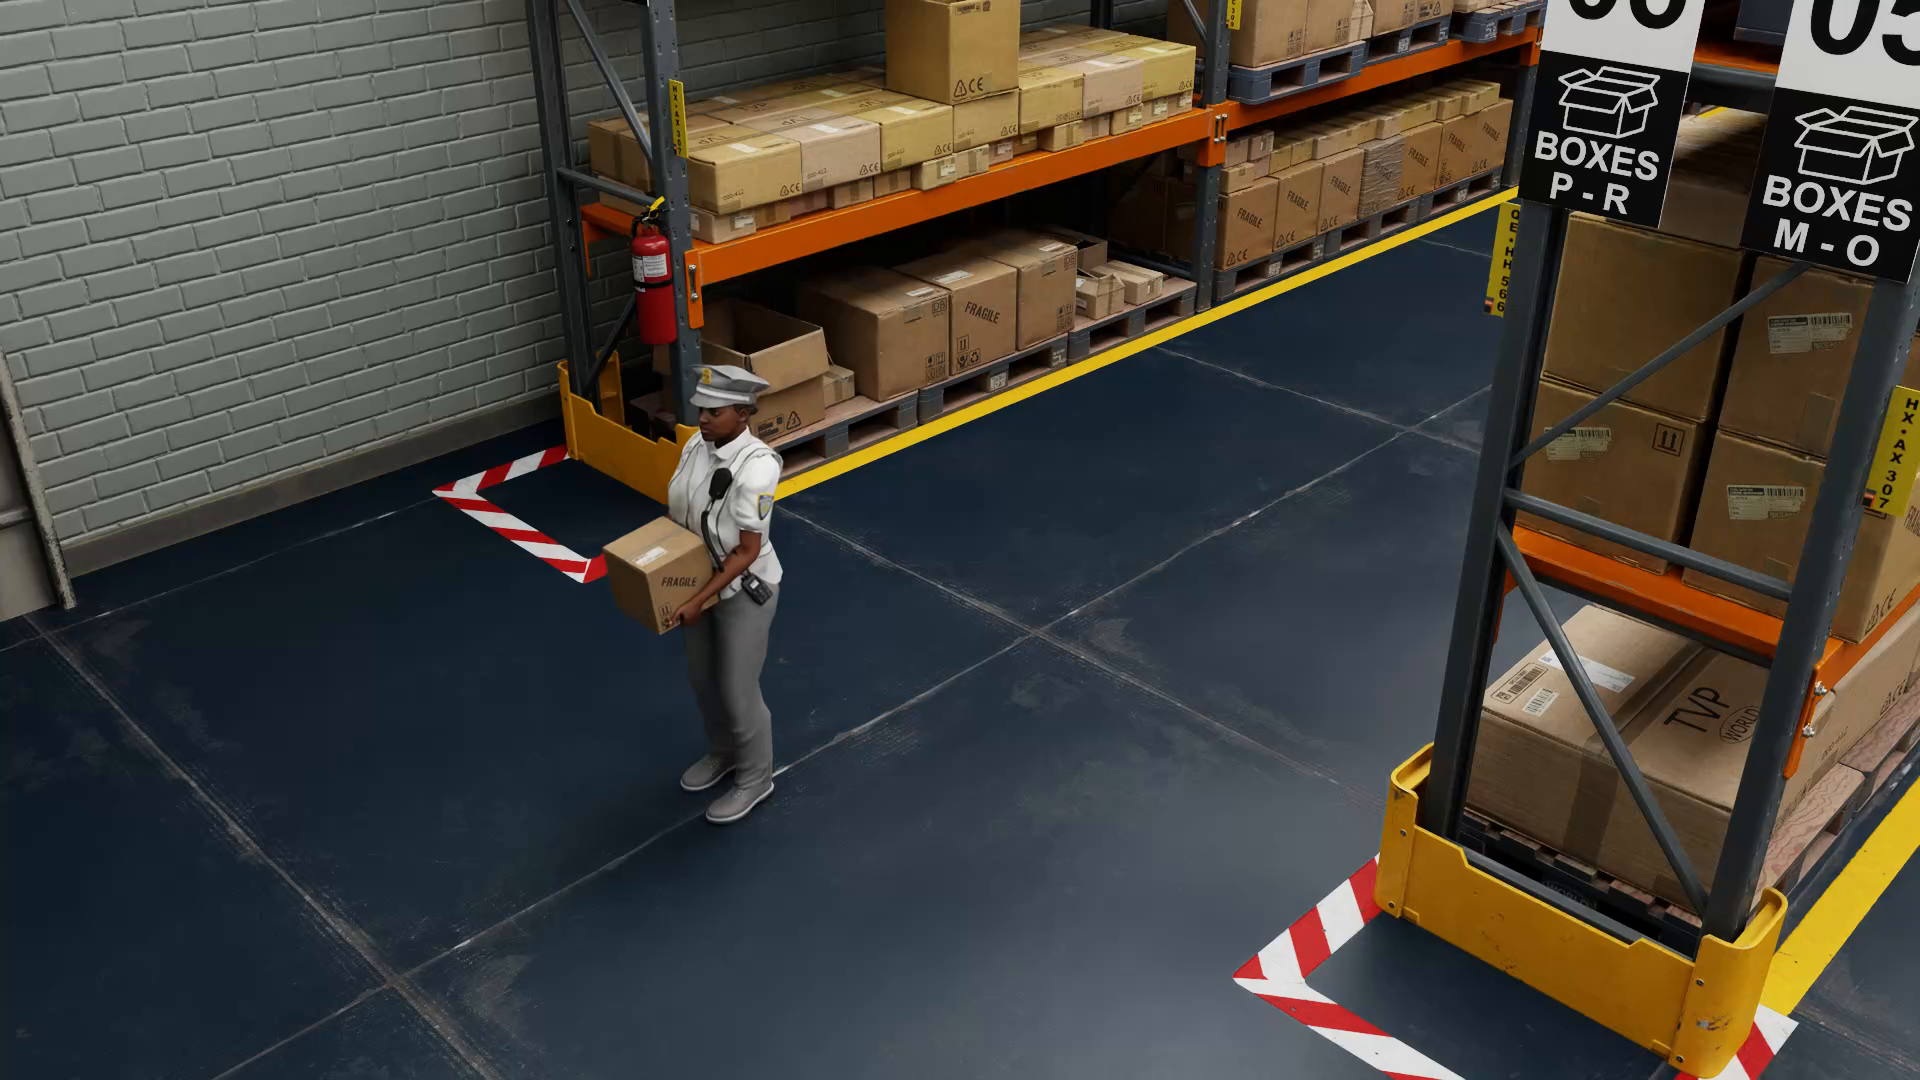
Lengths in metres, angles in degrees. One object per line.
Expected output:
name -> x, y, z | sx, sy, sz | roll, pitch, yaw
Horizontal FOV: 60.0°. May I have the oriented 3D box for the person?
person -> -0.866, 0.191, 5.737 | 0.518, 1.690, 0.451 | -25, 37, -38
